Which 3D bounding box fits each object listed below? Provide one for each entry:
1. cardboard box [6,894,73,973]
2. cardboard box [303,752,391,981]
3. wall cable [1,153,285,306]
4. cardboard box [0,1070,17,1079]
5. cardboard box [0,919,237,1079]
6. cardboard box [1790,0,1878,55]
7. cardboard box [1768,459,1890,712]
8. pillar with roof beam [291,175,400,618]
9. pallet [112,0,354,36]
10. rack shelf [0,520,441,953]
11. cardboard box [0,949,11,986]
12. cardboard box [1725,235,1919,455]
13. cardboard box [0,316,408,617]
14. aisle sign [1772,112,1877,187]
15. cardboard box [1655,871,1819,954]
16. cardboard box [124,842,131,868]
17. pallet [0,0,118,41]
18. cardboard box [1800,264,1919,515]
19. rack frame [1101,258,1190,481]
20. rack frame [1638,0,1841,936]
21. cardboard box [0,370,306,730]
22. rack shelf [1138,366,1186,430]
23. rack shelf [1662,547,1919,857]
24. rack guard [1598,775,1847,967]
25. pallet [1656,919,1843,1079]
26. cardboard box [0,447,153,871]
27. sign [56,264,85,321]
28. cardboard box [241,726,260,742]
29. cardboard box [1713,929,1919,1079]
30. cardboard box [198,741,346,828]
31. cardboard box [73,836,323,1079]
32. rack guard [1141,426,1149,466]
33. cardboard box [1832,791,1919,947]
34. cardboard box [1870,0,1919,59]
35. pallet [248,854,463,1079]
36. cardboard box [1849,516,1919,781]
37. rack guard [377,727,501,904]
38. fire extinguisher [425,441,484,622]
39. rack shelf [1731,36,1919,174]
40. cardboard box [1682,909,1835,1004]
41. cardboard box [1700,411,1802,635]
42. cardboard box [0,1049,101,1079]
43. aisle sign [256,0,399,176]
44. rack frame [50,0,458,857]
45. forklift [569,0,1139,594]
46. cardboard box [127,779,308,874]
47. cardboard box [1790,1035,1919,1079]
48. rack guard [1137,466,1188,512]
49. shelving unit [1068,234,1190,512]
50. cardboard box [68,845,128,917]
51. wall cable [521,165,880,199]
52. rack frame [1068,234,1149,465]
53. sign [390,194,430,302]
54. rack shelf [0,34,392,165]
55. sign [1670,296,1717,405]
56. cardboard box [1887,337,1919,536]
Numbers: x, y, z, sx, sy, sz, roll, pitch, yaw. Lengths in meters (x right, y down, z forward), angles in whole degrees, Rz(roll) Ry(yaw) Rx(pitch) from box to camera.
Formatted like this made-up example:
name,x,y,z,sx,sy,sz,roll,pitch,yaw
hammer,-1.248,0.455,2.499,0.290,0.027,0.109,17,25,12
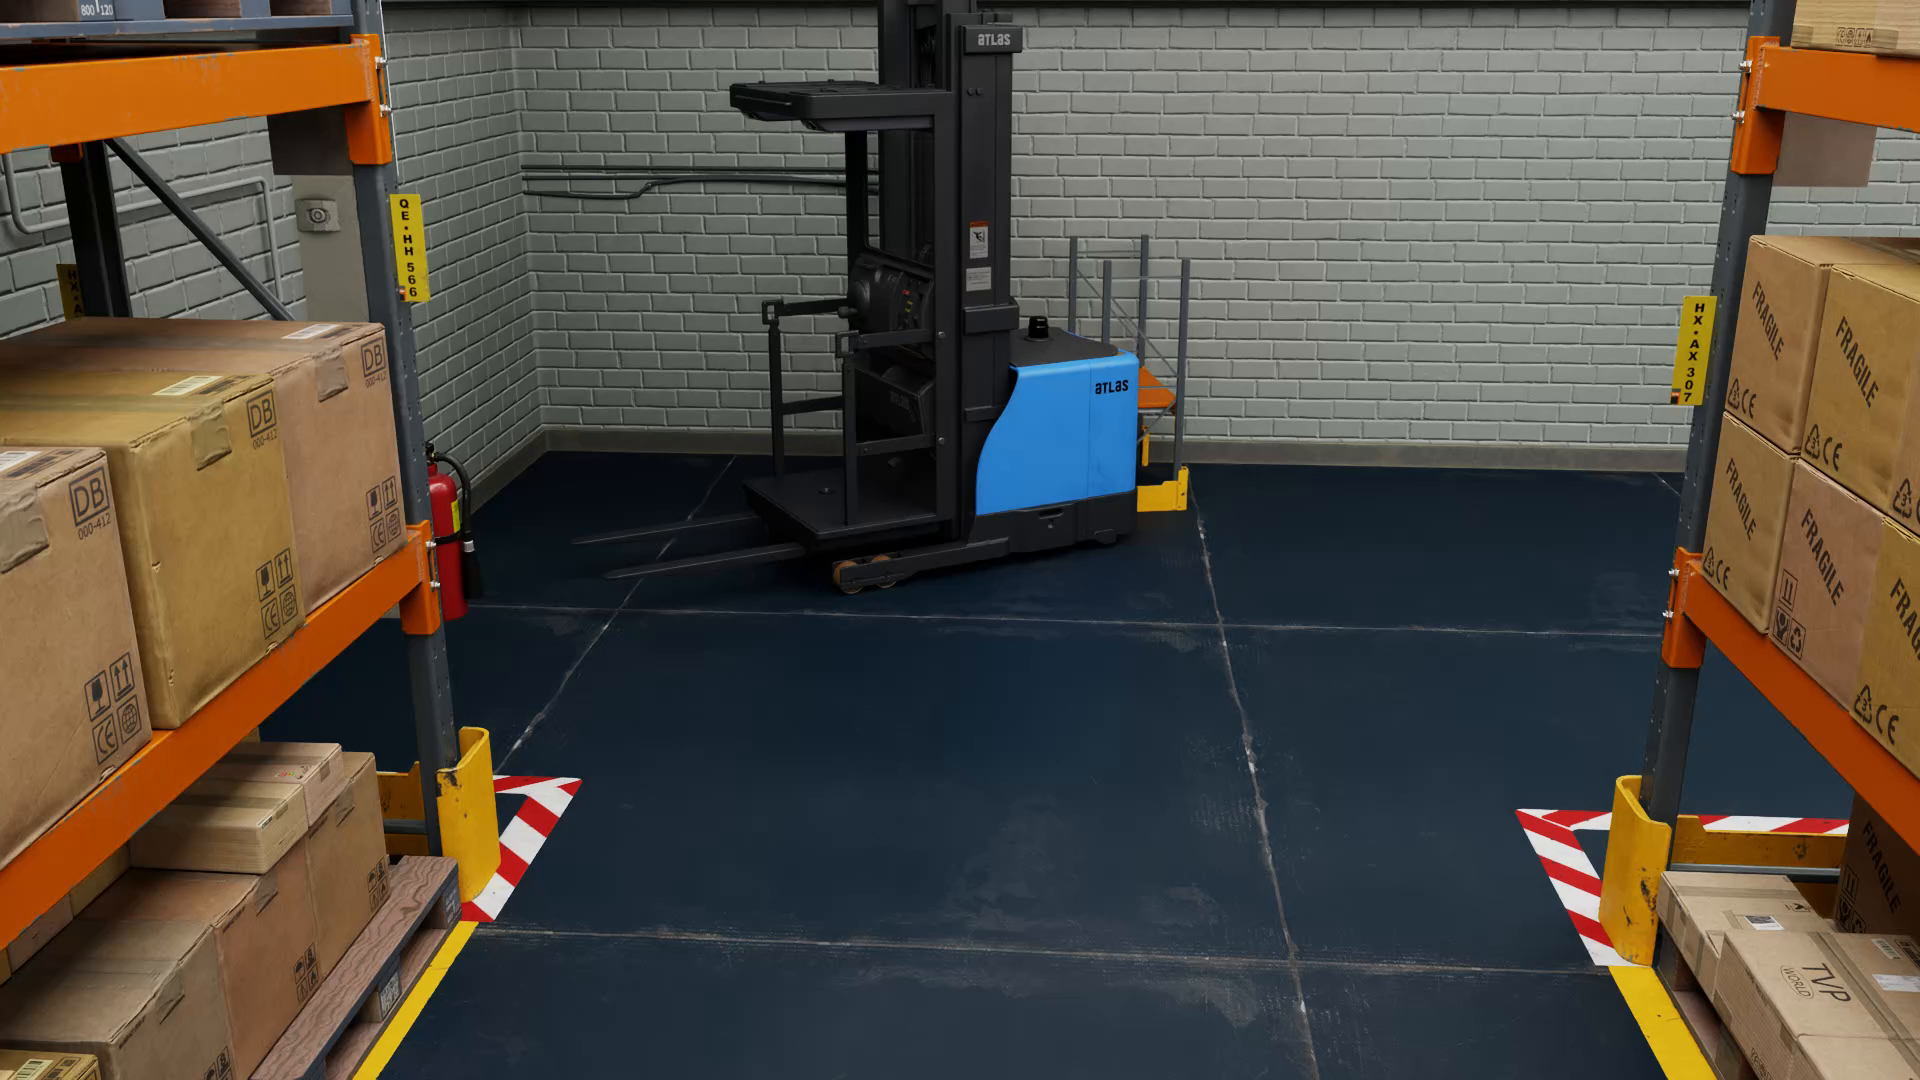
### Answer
name,x,y,z,sx,sy,sz,roll,pitch,yaw
cardboard box,-2.438,0.925,4.081,0.380,0.149,0.250,2,18,5
cardboard box,-2.176,0.962,5.009,0.700,0.500,0.500,1,18,4
wall cable,-3.078,-1.147,6.475,0.084,1.984,1.851,1,18,4
cardboard box,-2.113,1.182,3.296,0.380,0.149,0.250,1,18,2
cardboard box,-2.248,1.274,4.058,0.700,0.500,0.500,1,18,2
cardboard box,2.425,-1.336,4.108,0.500,0.250,0.500,1,18,4
cardboard box,2.389,0.109,4.114,0.500,0.500,0.500,1,18,3
pillar with roof beam,1.399,-3.858,6.746,9.100,9.000,0.400,1,18,4
pallet,-2.269,-1.398,4.198,1.003,0.211,1.213,1,18,4
rack shelf,-2.369,0.717,3.572,1.077,0.370,4.000,1,18,4
cardboard box,-2.456,1.005,3.838,0.380,0.149,0.250,1,18,4
cardboard box,2.420,-0.527,4.447,0.500,0.500,0.500,2,18,6
cardboard box,-2.252,-0.230,4.825,0.980,0.700,0.700,2,18,6
aisle sign,2.427,-1.399,4.701,0.394,0.787,0.004,1,18,4
cardboard box,2.342,1.132,5.023,0.380,0.149,0.250,1,18,4
cardboard box,-2.402,0.768,4.560,0.380,0.149,0.250,1,18,4
pallet,-2.353,-1.018,3.039,1.003,0.211,1.213,1,18,4
cardboard box,2.391,-0.364,3.951,0.500,0.500,0.500,1,18,4
rack frame,1.067,-0.887,9.722,0.500,1.500,0.032,-2,18,-7
rack frame,2.715,-0.136,5.021,1.000,3.000,0.127,1,18,4
cardboard box,-2.294,-0.003,4.134,0.980,0.700,0.700,1,18,3
rack shelf,1.004,-0.873,10.257,0.538,0.185,1.000,-2,18,-7
rack shelf,2.572,0.827,3.238,1.077,0.370,4.000,1,18,4
rack guard,2.710,1.075,5.339,1.175,0.500,0.348,1,18,4
pallet,2.654,1.460,4.628,1.003,0.211,1.213,1,18,4
cardboard box,-2.357,0.233,3.412,0.980,0.700,0.700,0,18,1
sign,-2.779,-0.709,5.252,0.100,0.325,0.005,1,18,4
cardboard box,-2.367,0.611,5.040,0.380,0.149,0.250,1,18,4
cardboard box,2.358,1.279,4.411,0.500,0.250,0.500,1,18,4
cardboard box,-2.004,0.698,4.774,0.380,0.149,0.250,1,18,3
cardboard box,-2.212,1.118,4.535,0.700,0.500,0.500,1,18,4
rack guard,0.940,-0.607,10.874,0.587,0.250,0.087,-2,18,-7
cardboard box,2.922,1.017,4.810,0.500,0.500,0.500,1,18,4
cardboard box,2.376,-1.181,3.635,0.500,0.250,0.500,1,18,4
pallet,-2.205,1.330,5.026,1.003,0.211,1.213,1,18,4
cardboard box,2.350,0.264,3.638,0.500,0.500,0.500,1,18,4
rack guard,-2.224,0.935,5.767,1.175,0.500,0.348,1,18,4
fire extinguisher,-1.755,-0.068,5.537,0.296,0.674,0.183,1,18,4
rack shelf,2.572,-0.599,2.771,1.077,0.370,4.000,1,18,4
cardboard box,2.325,1.201,4.784,0.380,0.166,0.250,1,18,4
cardboard box,2.420,-0.052,4.603,0.500,0.500,0.500,2,18,5
cardboard box,-2.278,1.440,3.552,0.700,0.500,0.500,2,18,5
aisle sign,-1.922,-1.497,4.998,0.394,0.787,0.004,1,18,4
rack frame,-2.226,-0.246,5.355,1.000,3.000,0.127,1,18,4
forklift,-0.551,-1.303,8.692,3.031,2.935,1.130,-9,20,-26
cardboard box,-2.021,0.777,4.531,0.380,0.149,0.250,2,18,5
cardboard box,2.322,1.435,3.937,0.500,0.250,0.500,1,18,4
rack guard,1.065,-0.299,9.935,0.587,0.250,0.087,-2,18,-7
shelving unit,1.003,-1.047,10.210,0.587,1.500,1.083,-2,18,-7
cardboard box,-2.421,0.846,4.323,0.380,0.149,0.250,1,18,4
wall cable,-1.464,-3.370,10.241,3.097,2.526,0.112,1,18,4
rack frame,0.940,-1.201,10.680,0.500,1.500,0.032,-2,18,-7
sign,-1.686,-0.892,5.088,0.100,0.325,0.005,1,18,4
rack shelf,-2.369,-0.708,3.105,1.077,0.370,4.000,1,18,4
sign,2.174,-0.560,4.923,0.100,0.325,0.005,1,18,4
cardboard box,2.350,-0.209,3.478,0.500,0.500,0.500,2,18,5
